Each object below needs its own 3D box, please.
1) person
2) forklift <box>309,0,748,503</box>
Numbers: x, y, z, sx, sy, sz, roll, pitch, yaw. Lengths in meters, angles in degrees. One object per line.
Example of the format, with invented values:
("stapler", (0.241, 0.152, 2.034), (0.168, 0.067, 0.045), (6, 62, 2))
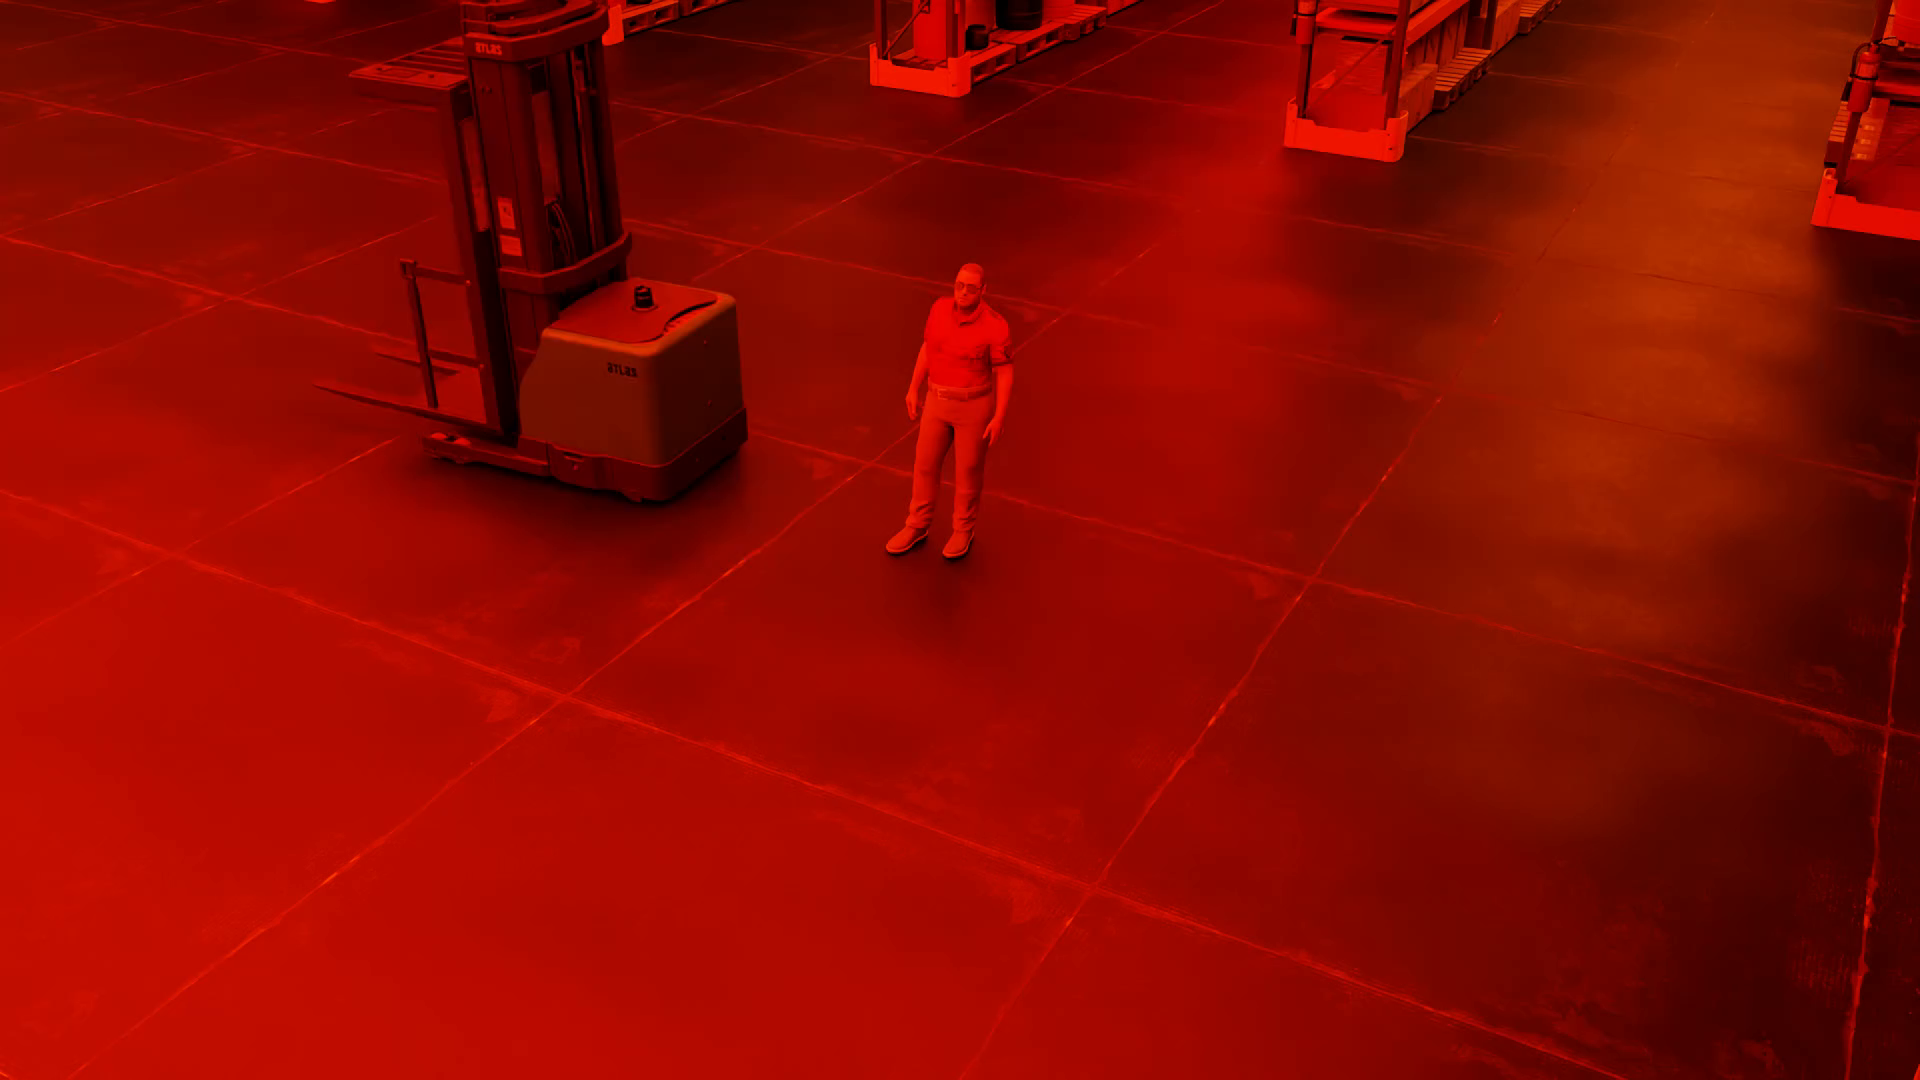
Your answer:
("person", (-0.054, -0.718, 9.504), (0.640, 1.727, 0.551), (15, 33, 25))
("forklift", (-2.964, -1.990, 10.518), (3.031, 2.935, 1.130), (13, 32, 21))
